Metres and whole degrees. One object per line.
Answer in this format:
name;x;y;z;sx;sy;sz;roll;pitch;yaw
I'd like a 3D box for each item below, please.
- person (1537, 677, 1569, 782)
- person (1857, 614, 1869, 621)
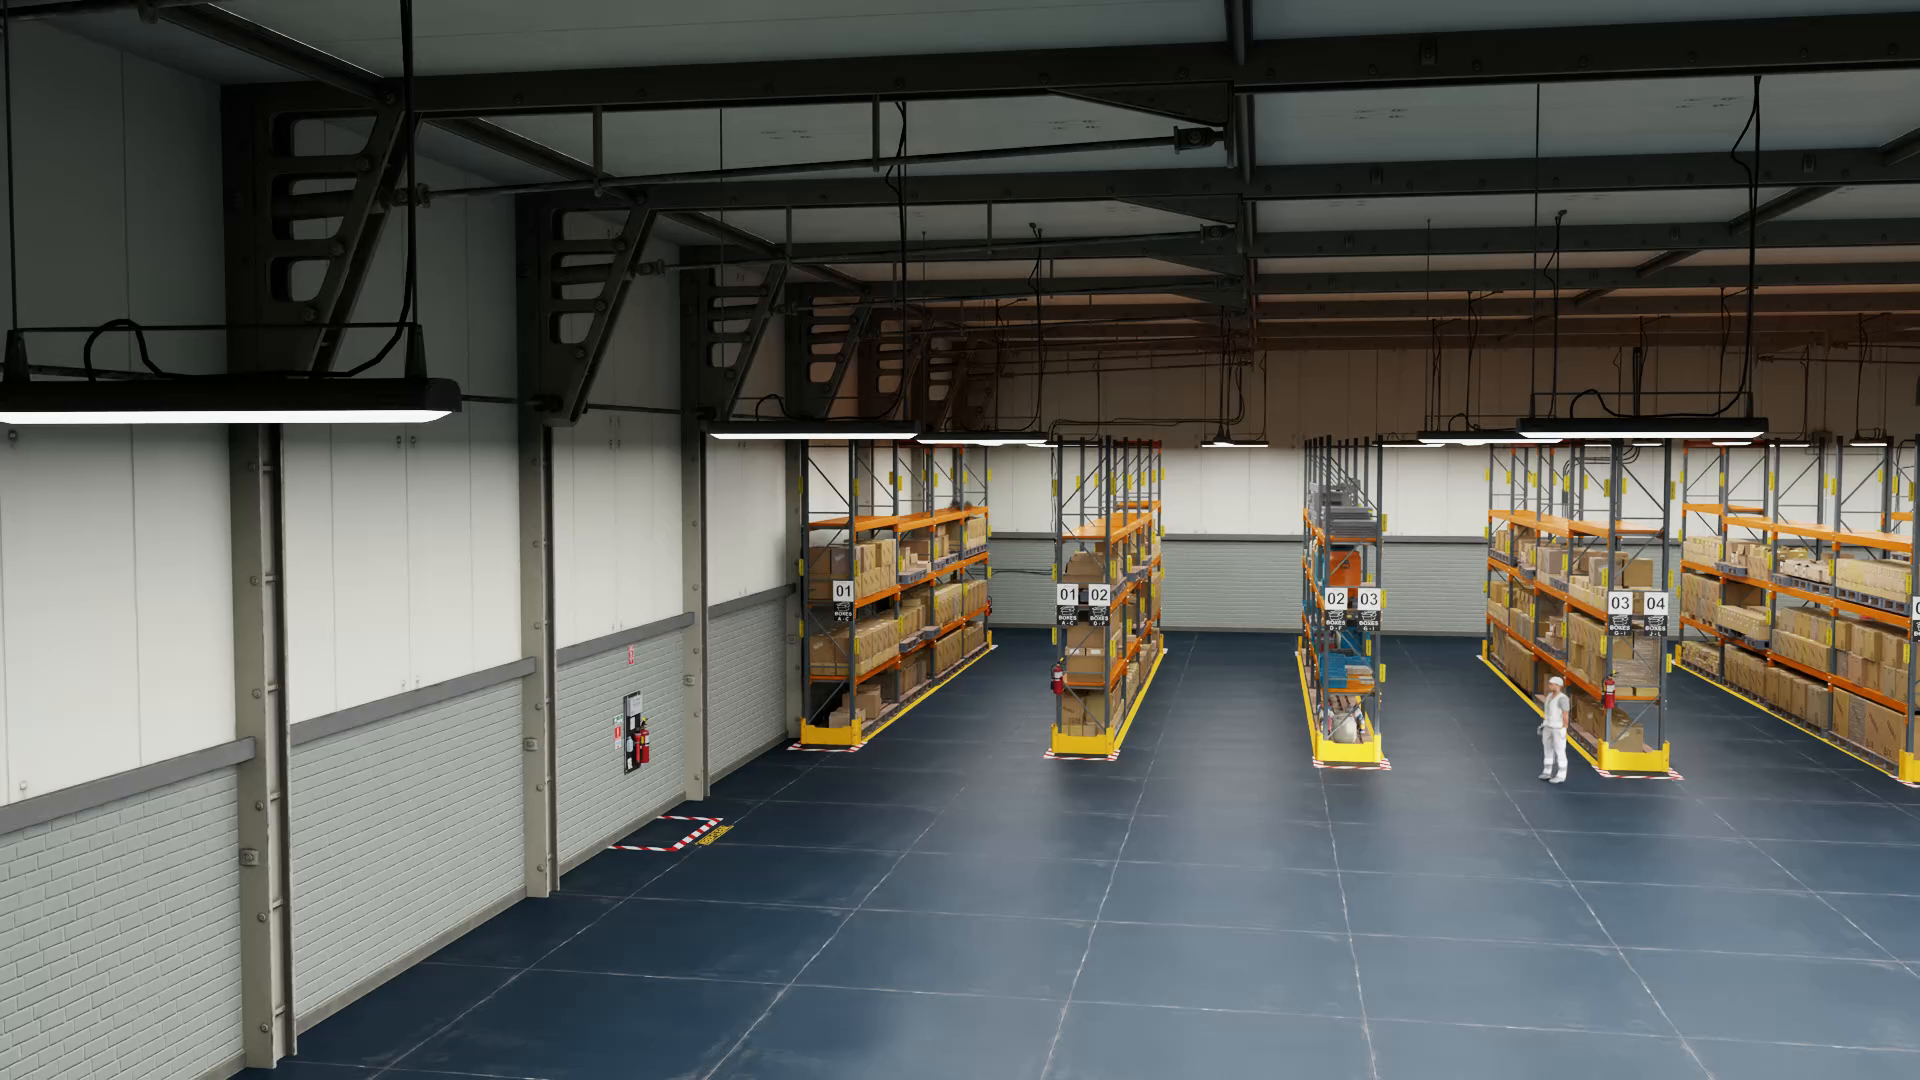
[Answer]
person;10.256;3.260;28.772;0.393;1.791;0.596;-1;3;-26
person;21.871;2.642;40.329;0.608;1.816;0.511;-1;3;-10
